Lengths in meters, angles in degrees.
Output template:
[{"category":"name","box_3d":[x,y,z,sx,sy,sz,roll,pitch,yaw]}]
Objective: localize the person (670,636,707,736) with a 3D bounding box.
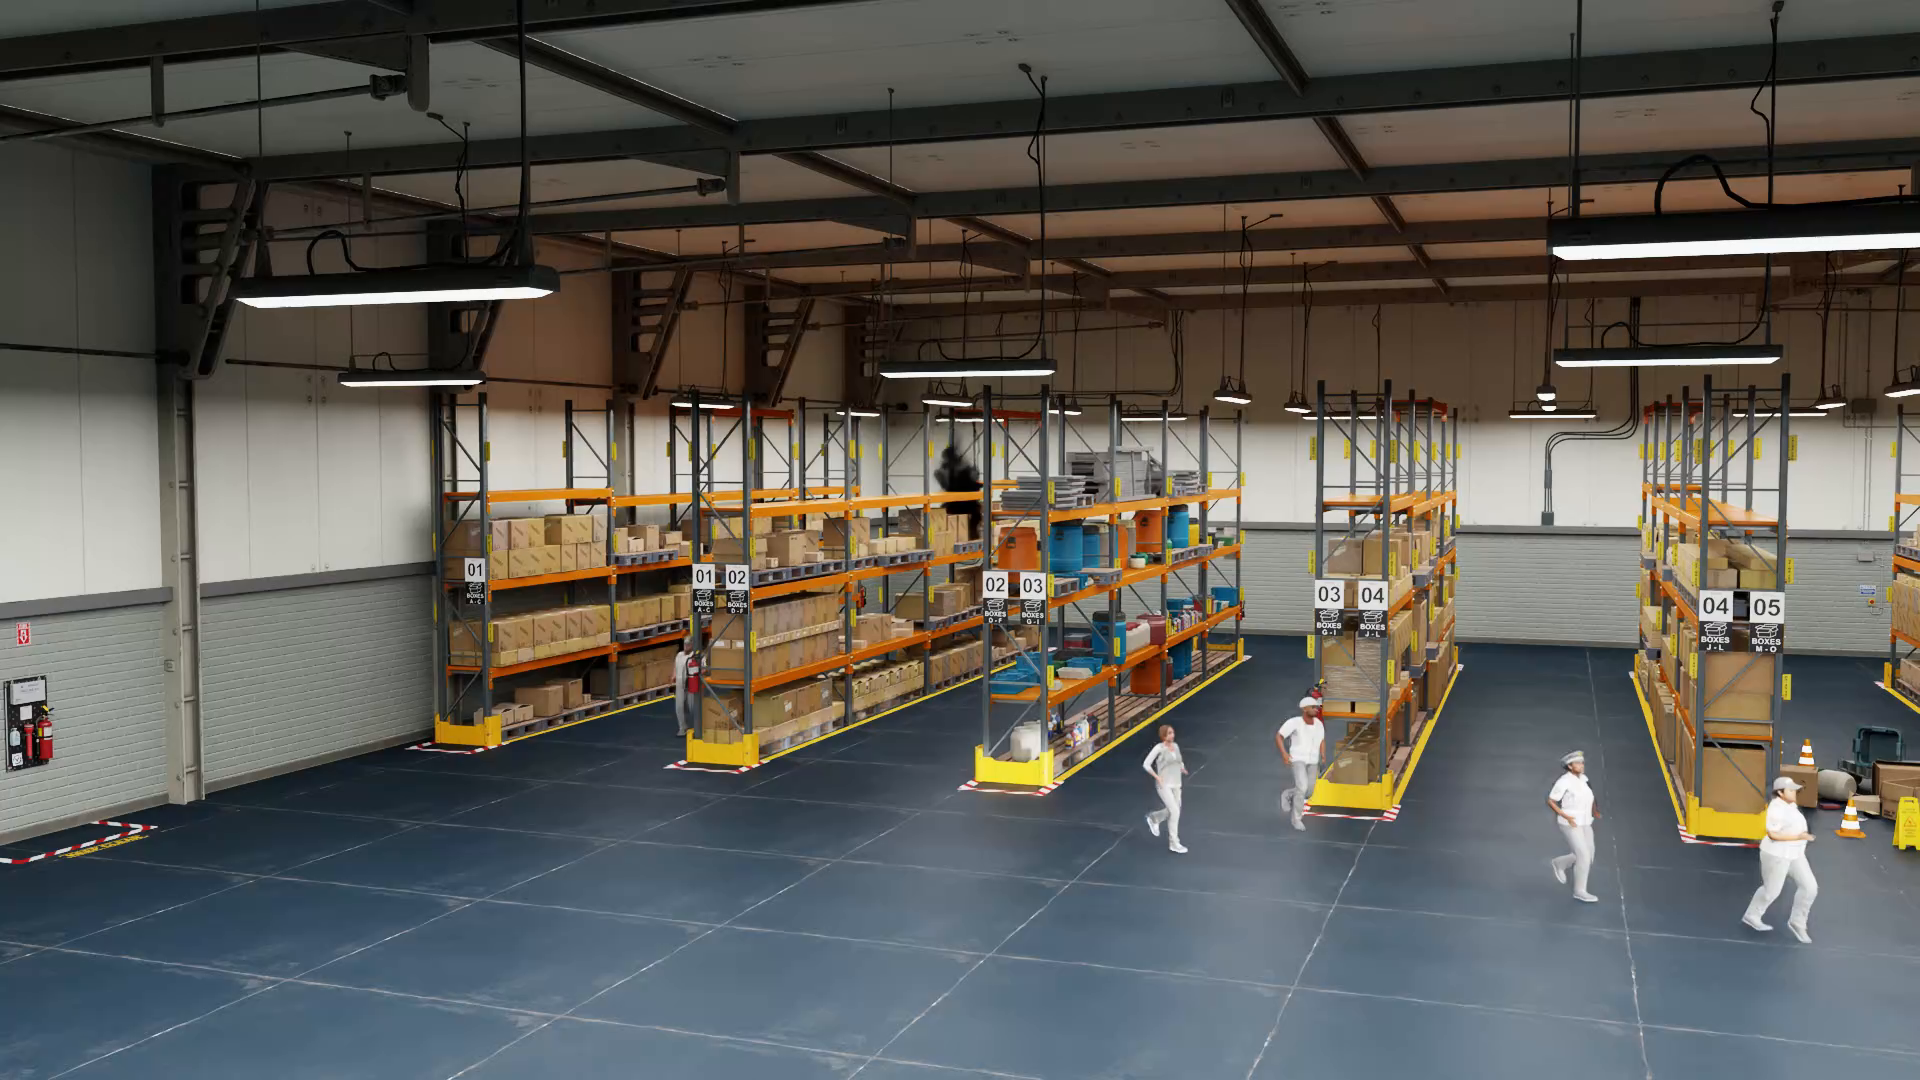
[{"category":"person","box_3d":[-4.809,2.561,29.436,0.672,1.741,0.779,1,3,14]}]

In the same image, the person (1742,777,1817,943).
[{"category":"person","box_3d":[8.425,3.277,17.044,0.583,1.725,0.746,-2,4,-34]}]

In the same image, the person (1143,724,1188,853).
[{"category":"person","box_3d":[2.585,3.101,20.930,0.548,1.563,0.767,-2,4,-37]}]

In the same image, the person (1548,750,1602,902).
[{"category":"person","box_3d":[6.879,3.182,18.663,0.581,1.643,0.681,-2,3,-30]}]

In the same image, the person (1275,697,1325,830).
[{"category":"person","box_3d":[4.596,2.973,22.351,0.755,1.733,0.710,-1,3,-24]}]
